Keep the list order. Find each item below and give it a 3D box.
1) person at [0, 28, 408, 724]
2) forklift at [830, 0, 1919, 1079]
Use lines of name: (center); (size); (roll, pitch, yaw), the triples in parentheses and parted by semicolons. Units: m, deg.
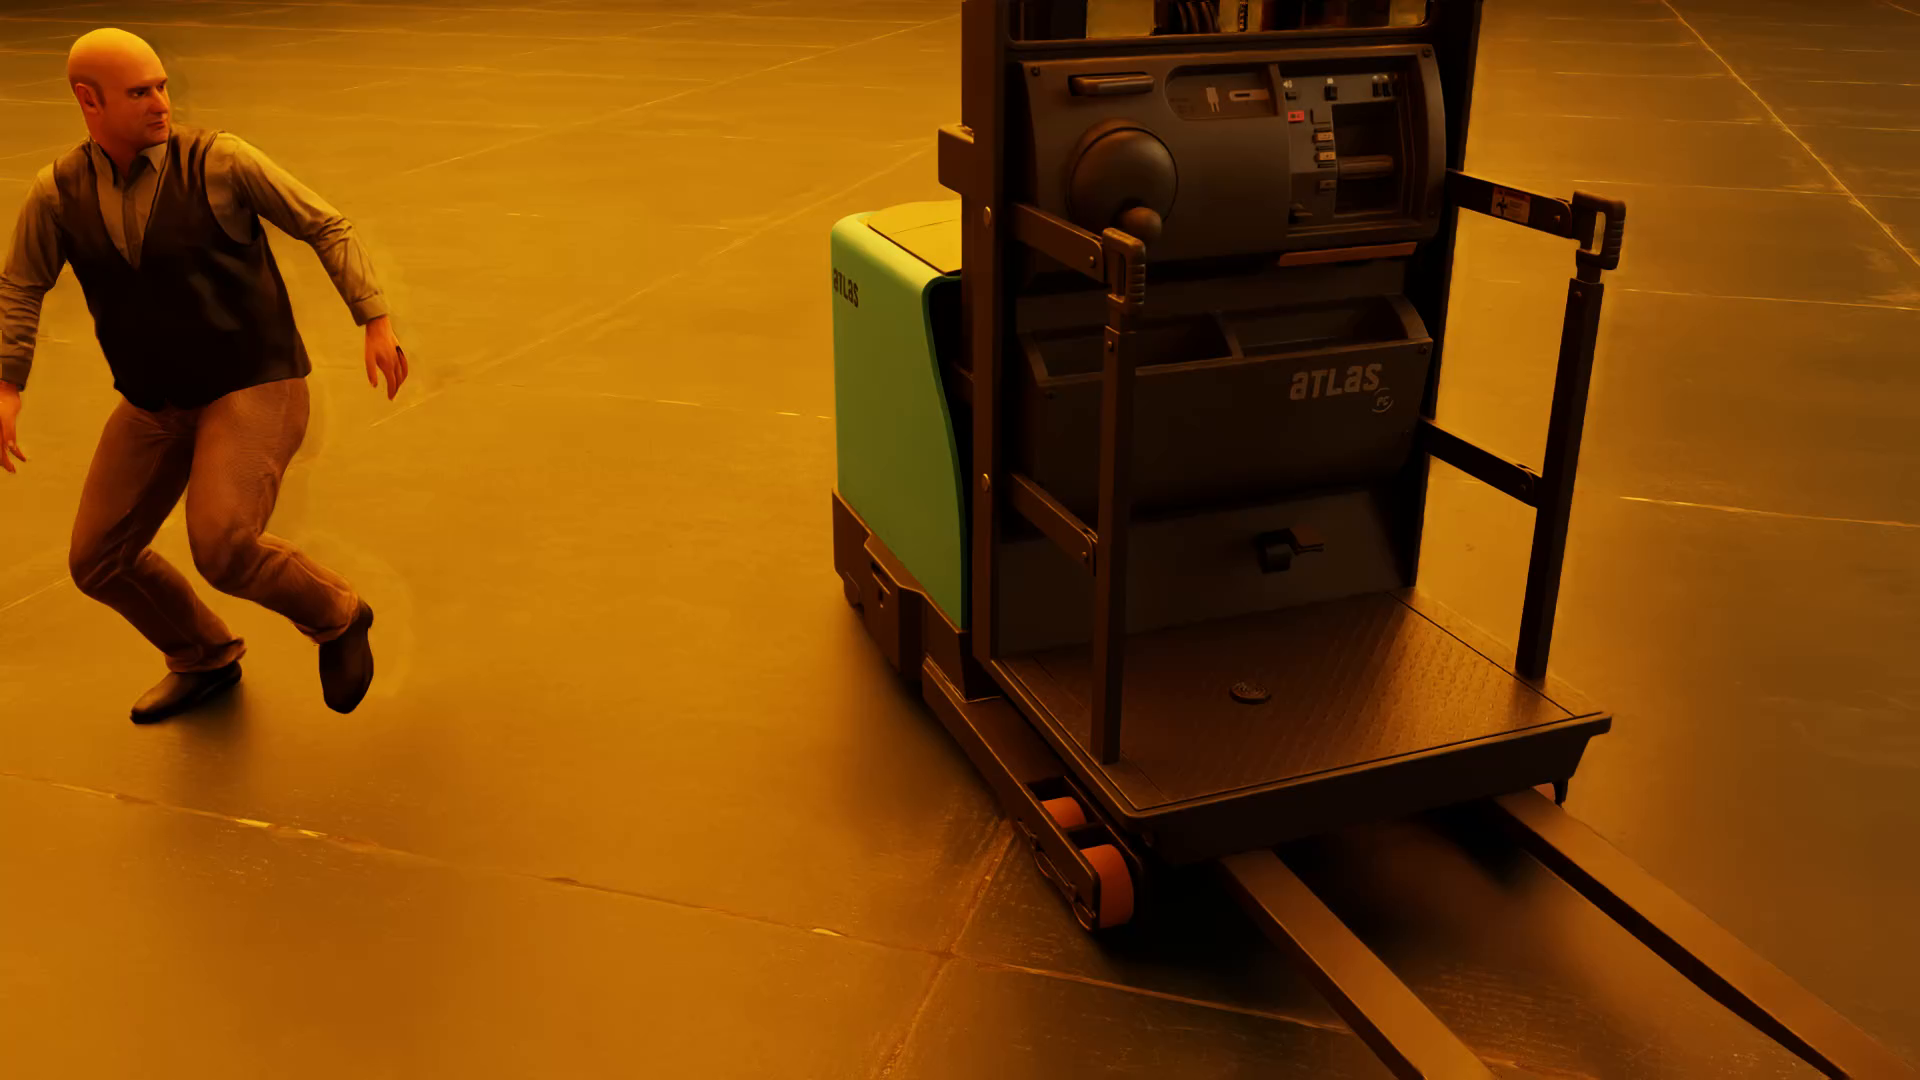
person: (-1.761, -0.330, 3.823); (0.802, 1.623, 0.604); (5, 23, 11)
forklift: (0.642, -0.769, 3.141); (1.130, 2.935, 3.031); (-8, 24, -19)
